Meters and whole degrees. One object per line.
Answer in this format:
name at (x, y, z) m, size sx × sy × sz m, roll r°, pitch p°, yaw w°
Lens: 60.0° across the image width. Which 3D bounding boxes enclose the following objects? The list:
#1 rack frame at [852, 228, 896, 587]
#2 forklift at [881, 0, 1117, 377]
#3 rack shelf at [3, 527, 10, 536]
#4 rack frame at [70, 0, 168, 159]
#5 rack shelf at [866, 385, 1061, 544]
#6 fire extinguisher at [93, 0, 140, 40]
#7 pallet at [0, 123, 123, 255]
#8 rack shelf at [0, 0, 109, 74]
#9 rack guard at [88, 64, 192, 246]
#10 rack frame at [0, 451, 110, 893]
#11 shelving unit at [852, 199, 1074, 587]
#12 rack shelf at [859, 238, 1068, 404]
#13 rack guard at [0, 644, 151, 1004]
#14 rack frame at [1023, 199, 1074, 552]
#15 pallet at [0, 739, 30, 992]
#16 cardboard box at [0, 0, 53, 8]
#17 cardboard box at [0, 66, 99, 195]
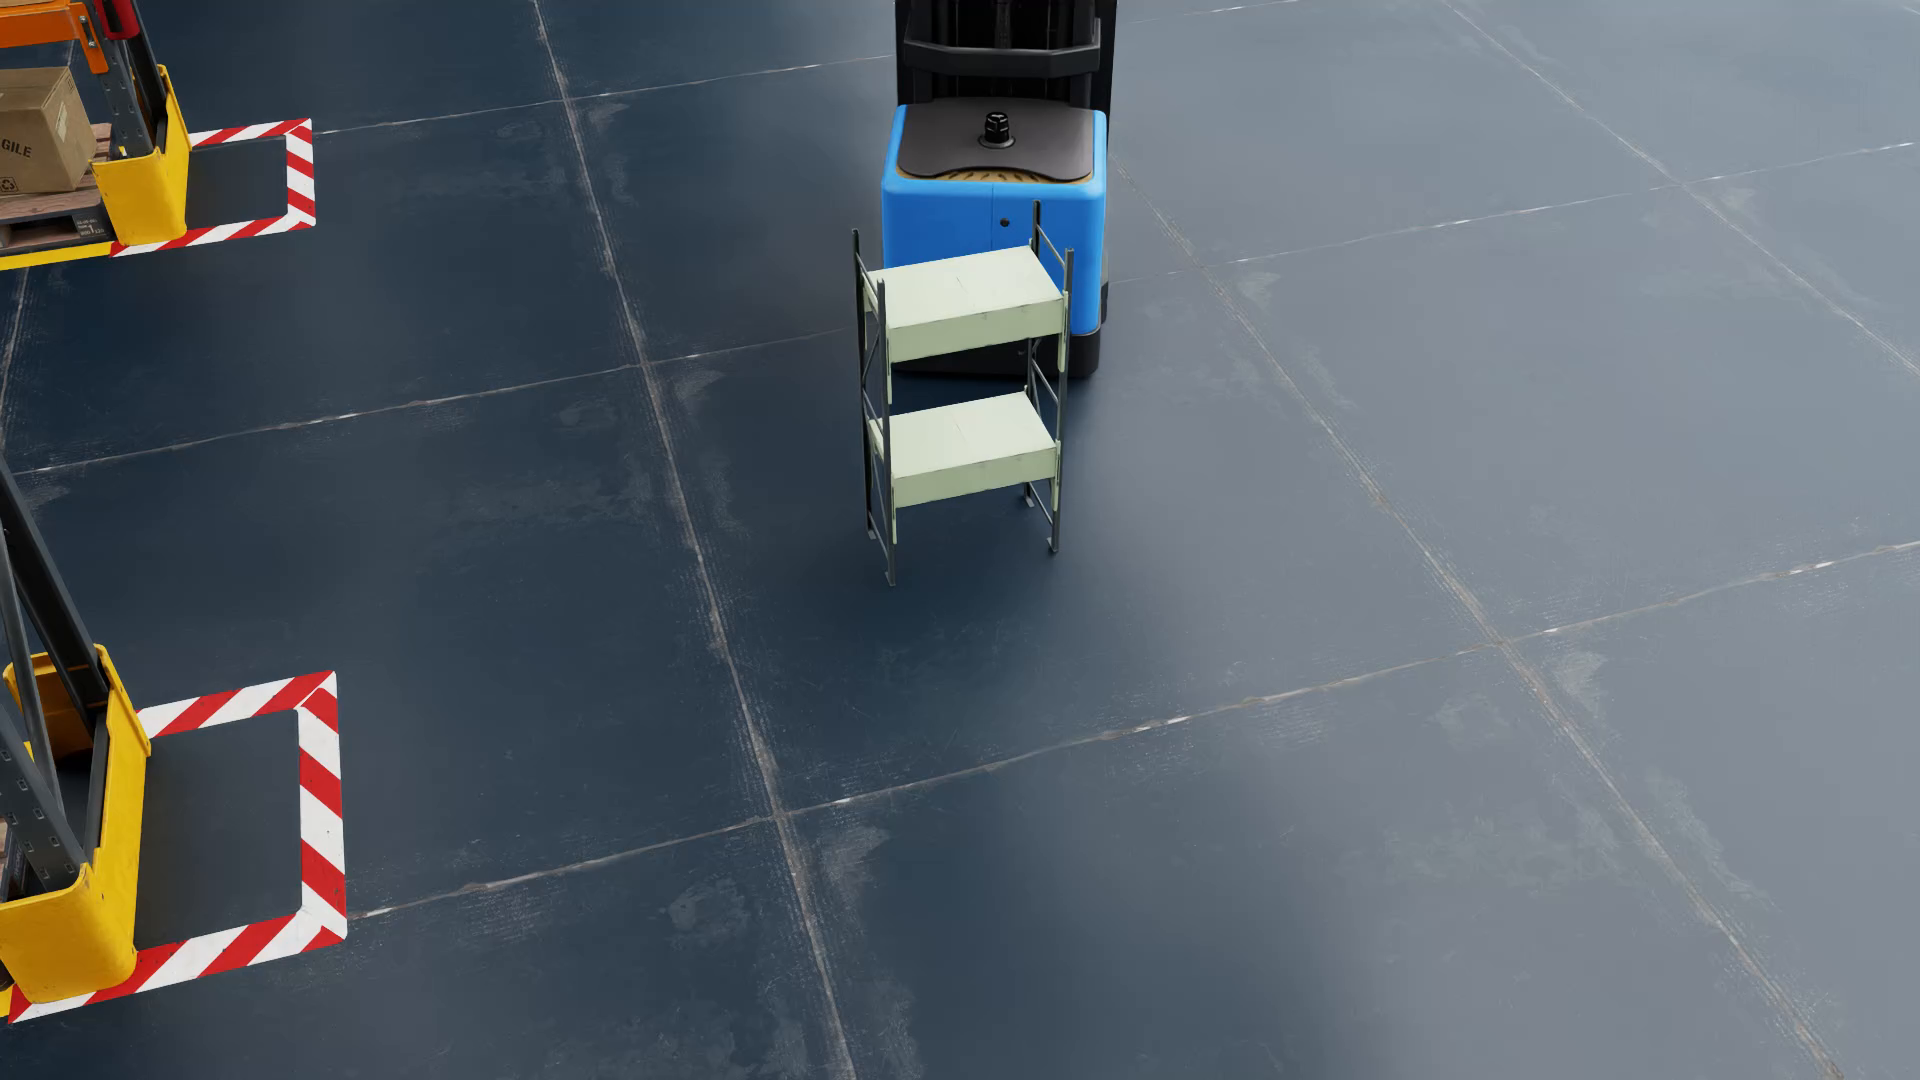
rack frame at (-0.343, -0.494, 6.675) m, size 0.023 × 1.500 × 0.400 m, roll -12°, pitch 42°, yaw -13°
forklift at (0.241, -2.849, 8.284) m, size 1.130 × 2.935 × 3.031 m, roll 2°, pitch 41°, yaw 3°
rack shelf at (-4.949, 0.636, 4.789) m, size 4.000 × 0.370 × 1.077 m, roll -12°, pitch 42°, yaw -13°
rack frame at (-4.529, -3.138, 8.562) m, size 0.127 × 3.000 × 1.000 m, roll -12°, pitch 42°, yaw -13°
rack shelf at (0.006, -0.321, 6.973) m, size 0.720 × 0.370 × 0.431 m, roll -12°, pitch 42°, yaw -13°
fire extinguisher at (-4.282, -2.842, 8.282) m, size 0.183 × 0.674 × 0.296 m, roll -12°, pitch 42°, yaw -13°
pallet at (-5.387, -1.935, 9.304) m, size 1.213 × 0.211 × 1.003 m, roll -12°, pitch 42°, yaw -13°
rack shelf at (-6.437, -2.472, 8.346) m, size 4.000 × 0.370 × 1.077 m, roll -12°, pitch 42°, yaw -13°
rack guard at (-4.602, -2.182, 9.367) m, size 0.348 × 0.500 × 1.175 m, roll -12°, pitch 42°, yaw -13°
rack frame at (-3.042, -0.030, 5.004) m, size 0.127 × 3.000 × 1.000 m, roll -12°, pitch 42°, yaw -13°
shelving unit at (0.006, -0.566, 6.758) m, size 0.755 × 1.500 × 0.431 m, roll -12°, pitch 42°, yaw -13°
rack shelf at (0.006, -0.860, 6.501) m, size 0.720 × 0.370 × 0.431 m, roll -12°, pitch 42°, yaw -13°
rack guard at (-3.100, 0.956, 5.776) m, size 0.348 × 0.500 × 1.175 m, roll -12°, pitch 42°, yaw -13°
rack frame at (0.355, -0.638, 6.841) m, size 0.023 × 1.500 × 0.400 m, roll -12°, pitch 42°, yaw -13°
pallet at (-3.877, 1.222, 5.691) m, size 1.213 × 0.211 × 1.003 m, roll -12°, pitch 42°, yaw -13°
cardboard box at (-4.739, -2.858, 8.432) m, size 0.250 × 0.149 × 0.380 m, roll -12°, pitch 42°, yaw -13°
cardboard box at (-5.130, -2.242, 9.117) m, size 0.500 × 0.500 × 0.500 m, roll -4°, pitch 41°, yaw -5°
